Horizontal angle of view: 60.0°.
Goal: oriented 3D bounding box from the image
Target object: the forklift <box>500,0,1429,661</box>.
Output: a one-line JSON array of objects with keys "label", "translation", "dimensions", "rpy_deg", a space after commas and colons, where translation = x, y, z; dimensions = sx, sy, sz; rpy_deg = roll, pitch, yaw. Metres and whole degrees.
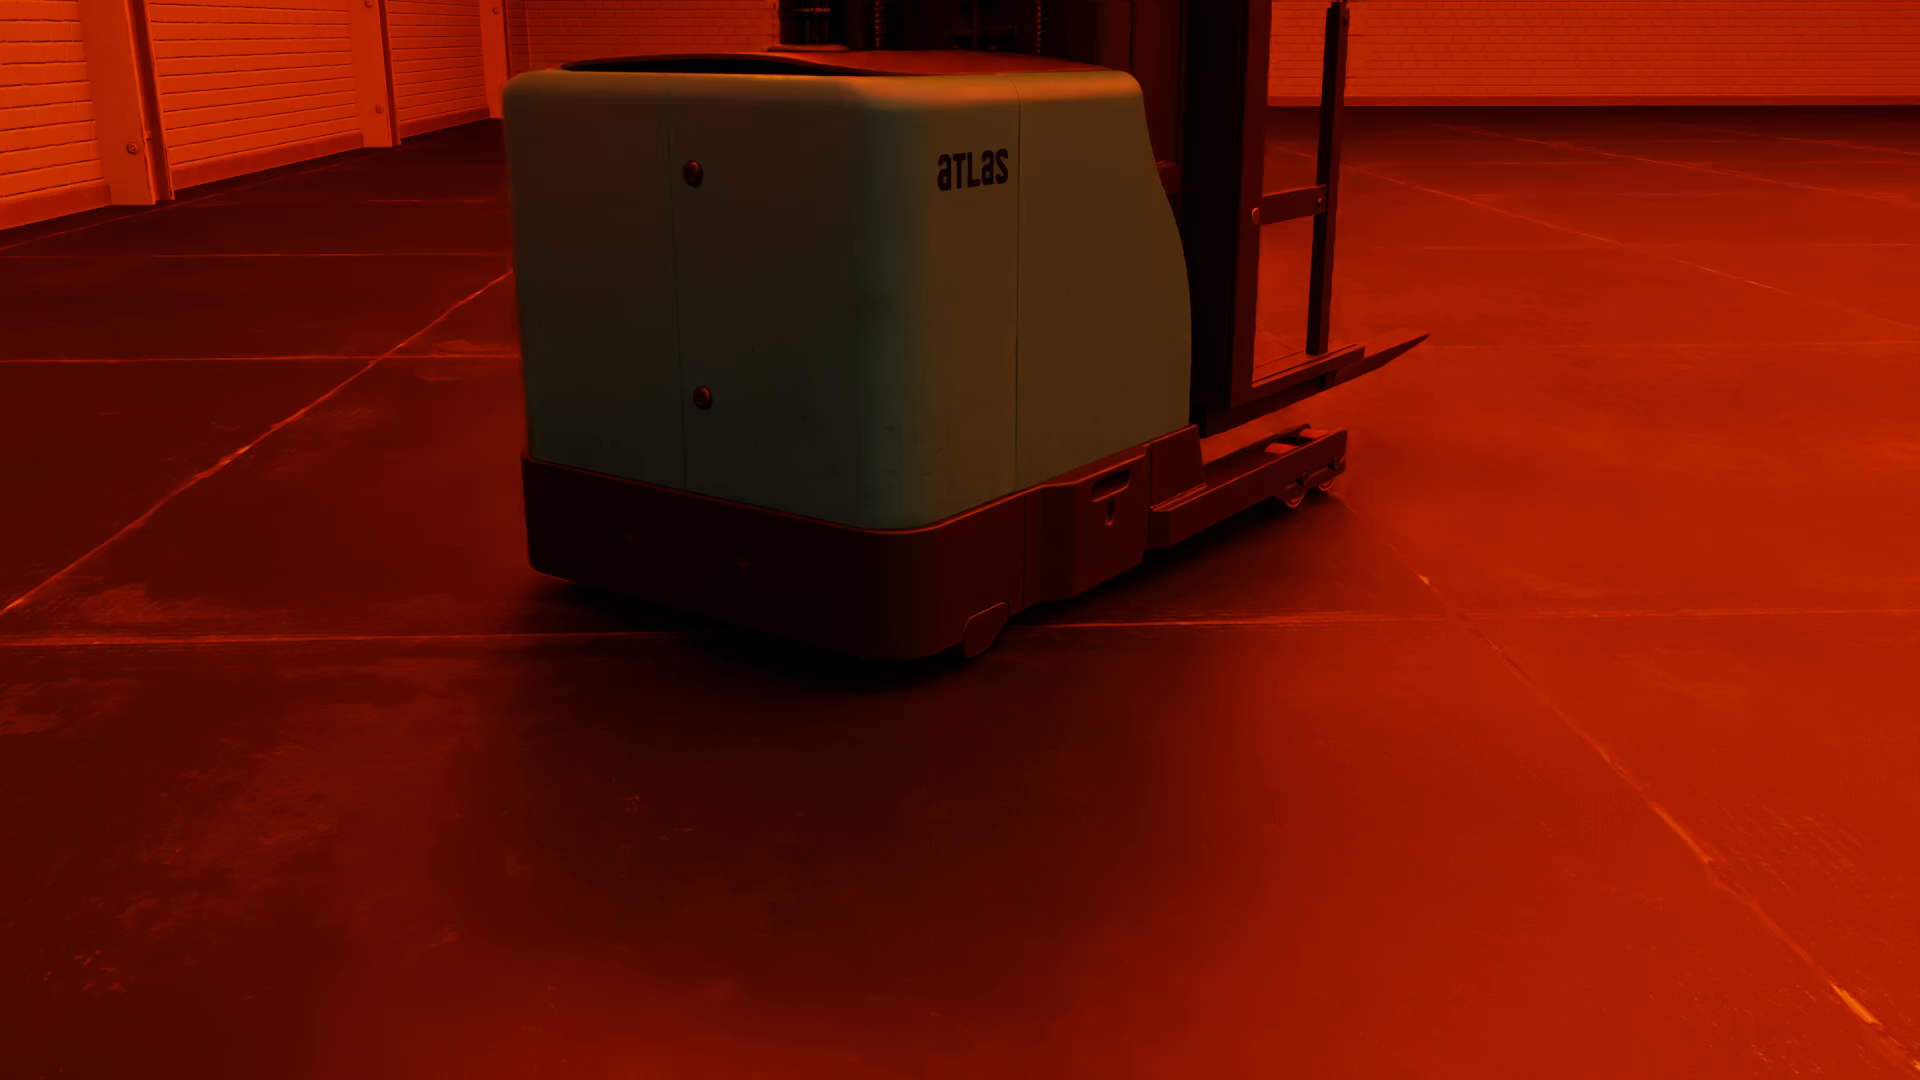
[{"label": "forklift", "translation": [0.354, -1.553, 3.985], "dimensions": [1.130, 2.935, 3.031], "rpy_deg": [12, 21, 34]}]
